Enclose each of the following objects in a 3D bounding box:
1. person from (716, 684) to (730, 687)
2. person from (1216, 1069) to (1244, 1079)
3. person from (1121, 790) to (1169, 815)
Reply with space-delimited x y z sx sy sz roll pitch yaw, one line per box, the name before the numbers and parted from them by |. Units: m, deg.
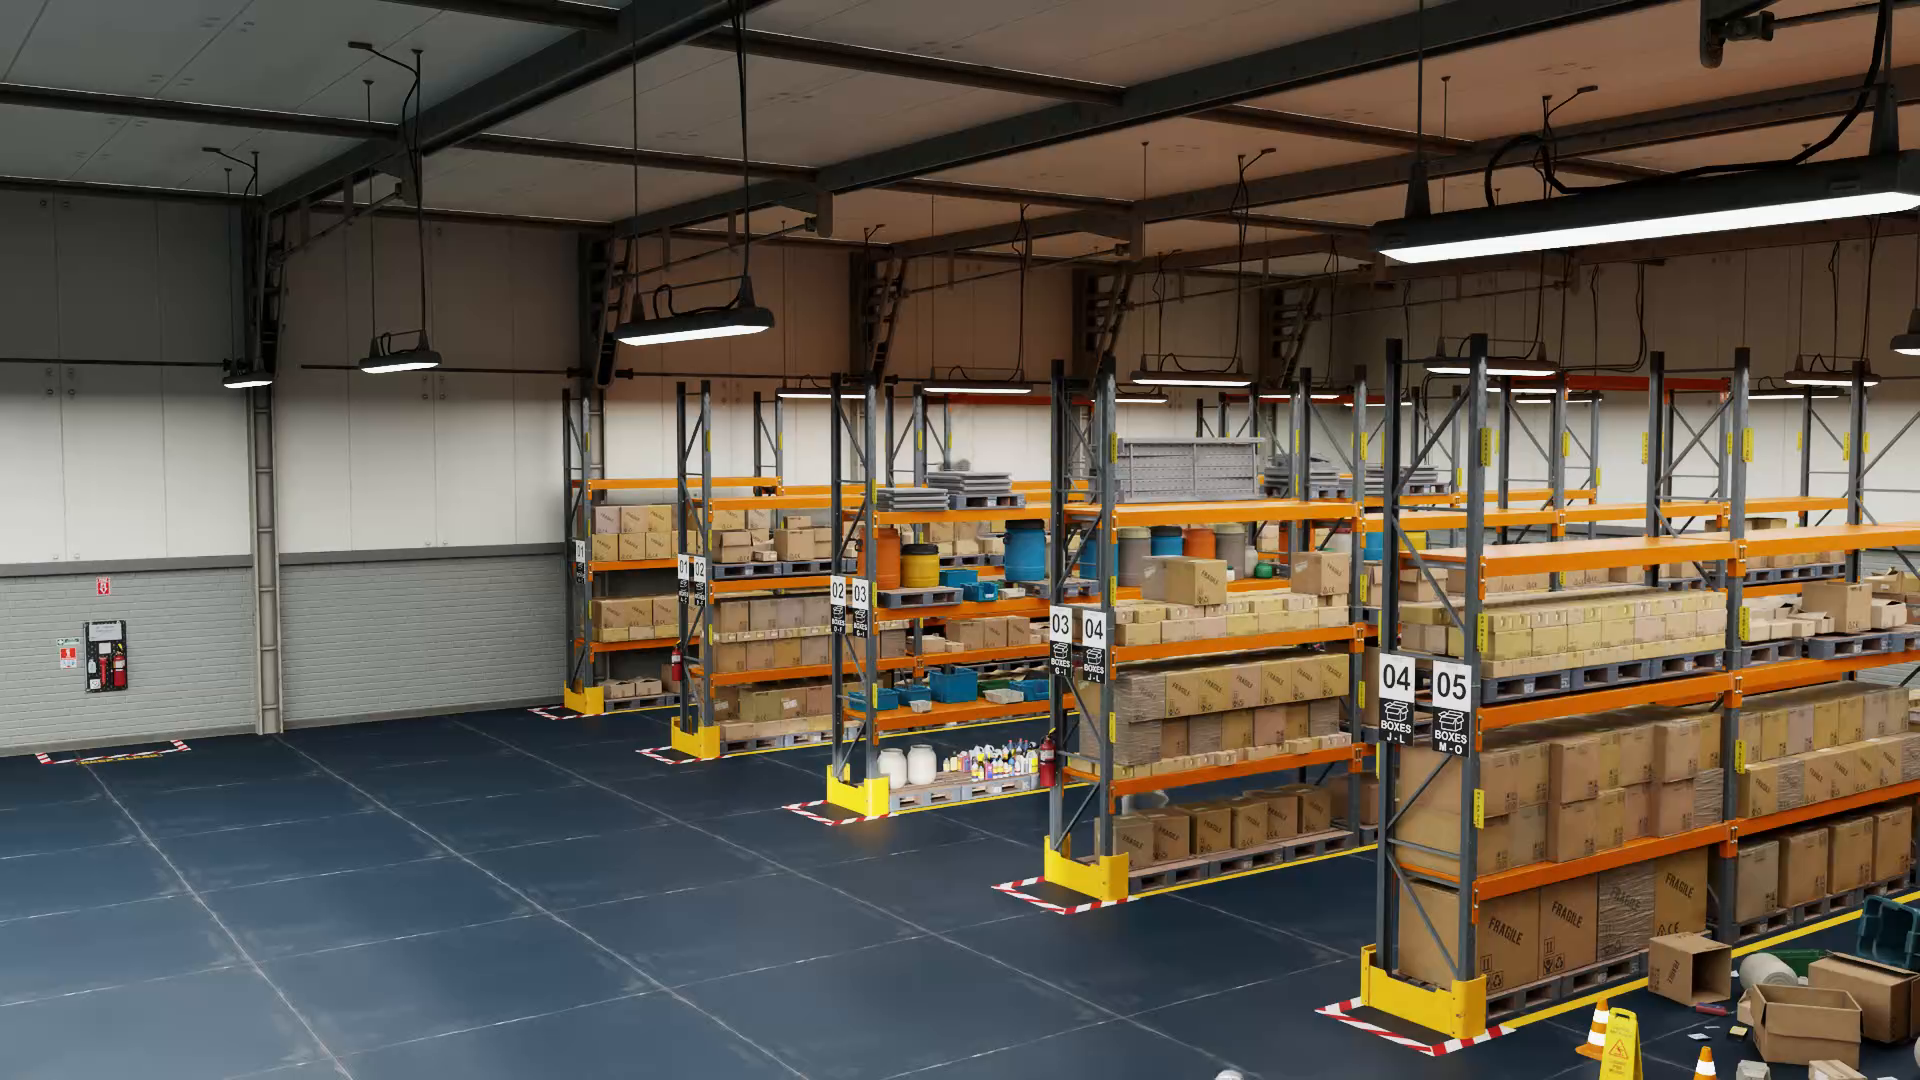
person | -4.144 2.477 28.823 0.666 1.678 0.738 3 5 42
person | 1.494 3.746 9.314 0.628 1.668 0.964 1 4 10
person | 2.397 2.942 22.003 0.828 1.649 0.573 -3 4 -34
